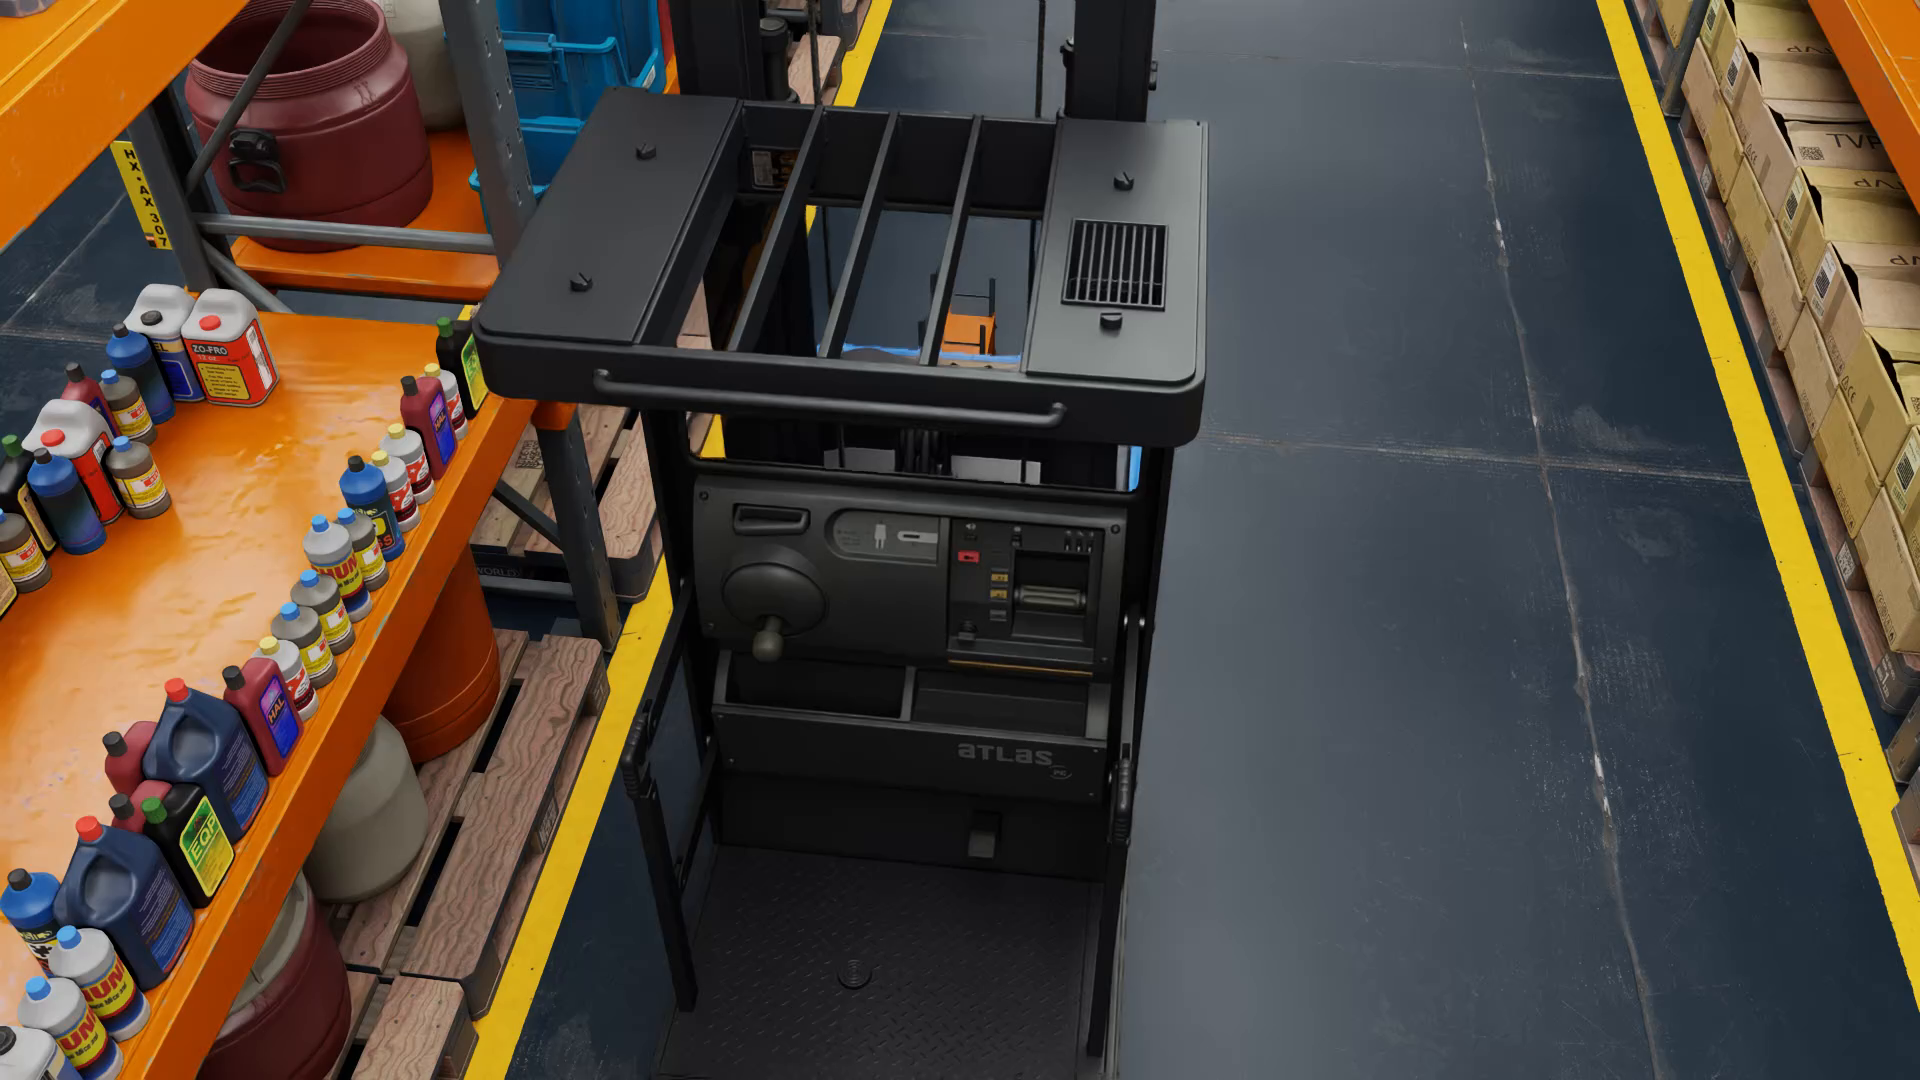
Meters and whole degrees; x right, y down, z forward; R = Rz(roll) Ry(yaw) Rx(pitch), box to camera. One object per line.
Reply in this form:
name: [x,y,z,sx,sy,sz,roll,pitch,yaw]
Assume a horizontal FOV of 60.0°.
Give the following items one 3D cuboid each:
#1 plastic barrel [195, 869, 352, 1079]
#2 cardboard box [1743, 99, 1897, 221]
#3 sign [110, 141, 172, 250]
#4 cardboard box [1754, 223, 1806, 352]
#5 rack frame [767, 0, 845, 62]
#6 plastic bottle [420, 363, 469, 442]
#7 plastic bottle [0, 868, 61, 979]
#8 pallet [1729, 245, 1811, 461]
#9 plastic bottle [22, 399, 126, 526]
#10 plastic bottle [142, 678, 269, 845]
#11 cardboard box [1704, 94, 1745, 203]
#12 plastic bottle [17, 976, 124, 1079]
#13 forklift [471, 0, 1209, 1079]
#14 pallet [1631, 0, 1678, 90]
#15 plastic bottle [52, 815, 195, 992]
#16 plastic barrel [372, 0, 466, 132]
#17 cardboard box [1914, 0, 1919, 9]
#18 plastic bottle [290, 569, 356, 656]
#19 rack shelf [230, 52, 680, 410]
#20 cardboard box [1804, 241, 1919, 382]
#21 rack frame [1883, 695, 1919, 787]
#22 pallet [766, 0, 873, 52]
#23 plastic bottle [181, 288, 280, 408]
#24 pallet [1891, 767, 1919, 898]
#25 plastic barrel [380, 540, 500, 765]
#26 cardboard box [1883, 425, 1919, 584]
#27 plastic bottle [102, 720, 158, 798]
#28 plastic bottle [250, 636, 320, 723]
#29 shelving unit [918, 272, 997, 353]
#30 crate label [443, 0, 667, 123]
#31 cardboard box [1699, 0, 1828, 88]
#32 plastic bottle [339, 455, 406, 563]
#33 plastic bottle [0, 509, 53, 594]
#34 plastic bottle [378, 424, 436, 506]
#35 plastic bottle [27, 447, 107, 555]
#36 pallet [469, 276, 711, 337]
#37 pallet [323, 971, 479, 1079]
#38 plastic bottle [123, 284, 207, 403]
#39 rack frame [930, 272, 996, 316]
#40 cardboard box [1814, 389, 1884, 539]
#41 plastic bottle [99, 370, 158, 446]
plastic barrel: [-1.806,1.022,3.938,0.600,0.588,0.708,5,44,6]
cardboard box: [3.389,-1.484,6.423,0.500,0.311,0.500,4,44,4]
sign: [-2.155,-0.910,4.411,0.100,0.325,0.005,5,44,6]
cardboard box: [3.328,-0.933,6.248,0.500,0.250,0.500,6,44,6]
rack frame: [-1.080,-3.532,7.299,1.000,3.000,0.127,5,44,6]
plastic bottle: [-1.273,-0.342,4.074,0.097,0.201,0.097,0,43,0]
plastic bottle: [-1.620,0.675,2.950,0.097,0.271,0.097,0,43,0]
pallet: [3.612,-0.727,6.365,1.003,0.211,1.213,5,44,6]
plastic bottle: [-2.048,-0.180,3.849,0.152,0.276,0.135,5,44,6]
plastic bottle: [-1.453,0.410,3.171,0.144,0.351,0.185,5,44,6]
cardboard box: [3.462,-1.633,6.987,0.500,0.250,0.500,6,44,7]
plastic bottle: [-1.503,0.820,2.796,0.097,0.271,0.097,0,43,0]
forklift: [-0.138,0.179,3.429,1.130,2.935,3.031,5,44,5]
pallet: [3.976,-2.605,8.348,1.003,0.211,1.213,5,44,6]
plastic bottle: [-1.495,0.627,2.942,0.144,0.351,0.185,5,44,6]
plastic barrel: [-1.685,-1.567,5.142,0.421,0.512,0.421,0,43,0]
cardboard box: [3.576,-1.893,5.495,0.500,0.500,0.500,5,44,6]
plastic bottle: [-1.368,0.147,3.558,0.097,0.201,0.097,0,43,0]
rack shelf: [-1.344,-1.908,6.106,1.077,0.370,4.000,5,44,6]
cardboard box: [3.257,-0.789,5.688,0.500,0.311,0.500,5,44,5]
rack frame: [3.301,-0.353,3.941,1.000,3.000,0.127,5,44,6]
pallet: [-0.950,-2.973,8.737,1.003,0.211,1.213,5,44,6]
plastic bottle: [-1.836,-0.482,4.167,0.152,0.276,0.135,5,44,6]
pallet: [3.164,1.165,4.366,1.003,0.211,1.213,5,44,6]
plastic barrel: [-1.657,0.164,4.668,0.600,0.830,0.708,5,44,6]
cardboard box: [3.126,-0.090,4.950,0.500,0.311,0.500,6,44,7]
plastic bottle: [-1.558,0.443,3.186,0.061,0.283,0.133,5,44,6]
plastic bottle: [-1.393,0.279,3.418,0.097,0.201,0.097,0,43,0]
shelving unit: [-0.007,-0.345,5.351,0.215,1.050,0.252,5,44,6]
crate label: [-1.209,-1.471,5.097,0.502,0.435,0.616,5,44,6]
cardboard box: [3.528,-2.178,7.155,0.500,0.311,0.500,5,44,6]
plastic bottle: [-1.329,-0.078,3.744,0.097,0.271,0.097,0,43,0]
plastic bottle: [-2.108,0.014,3.698,0.097,0.201,0.097,0,43,0]
plastic bottle: [-1.303,-0.185,3.908,0.097,0.201,0.097,0,43,0]
plastic bottle: [-2.030,-0.096,3.764,0.097,0.271,0.097,0,43,0]
pallet: [-1.304,-1.147,6.808,1.003,0.211,1.213,5,44,6]
pallet: [-1.835,1.577,3.931,1.003,0.211,1.213,5,44,6]
plastic bottle: [-1.986,-0.495,4.182,0.152,0.276,0.135,5,44,6]
rack frame: [0.009,-0.428,5.438,0.200,1.050,0.008,5,44,6]
cardboard box: [3.193,-0.240,5.516,0.500,0.250,0.500,5,44,5]
plastic bottle: [-2.042,-0.325,4.057,0.097,0.201,0.097,0,43,0]
